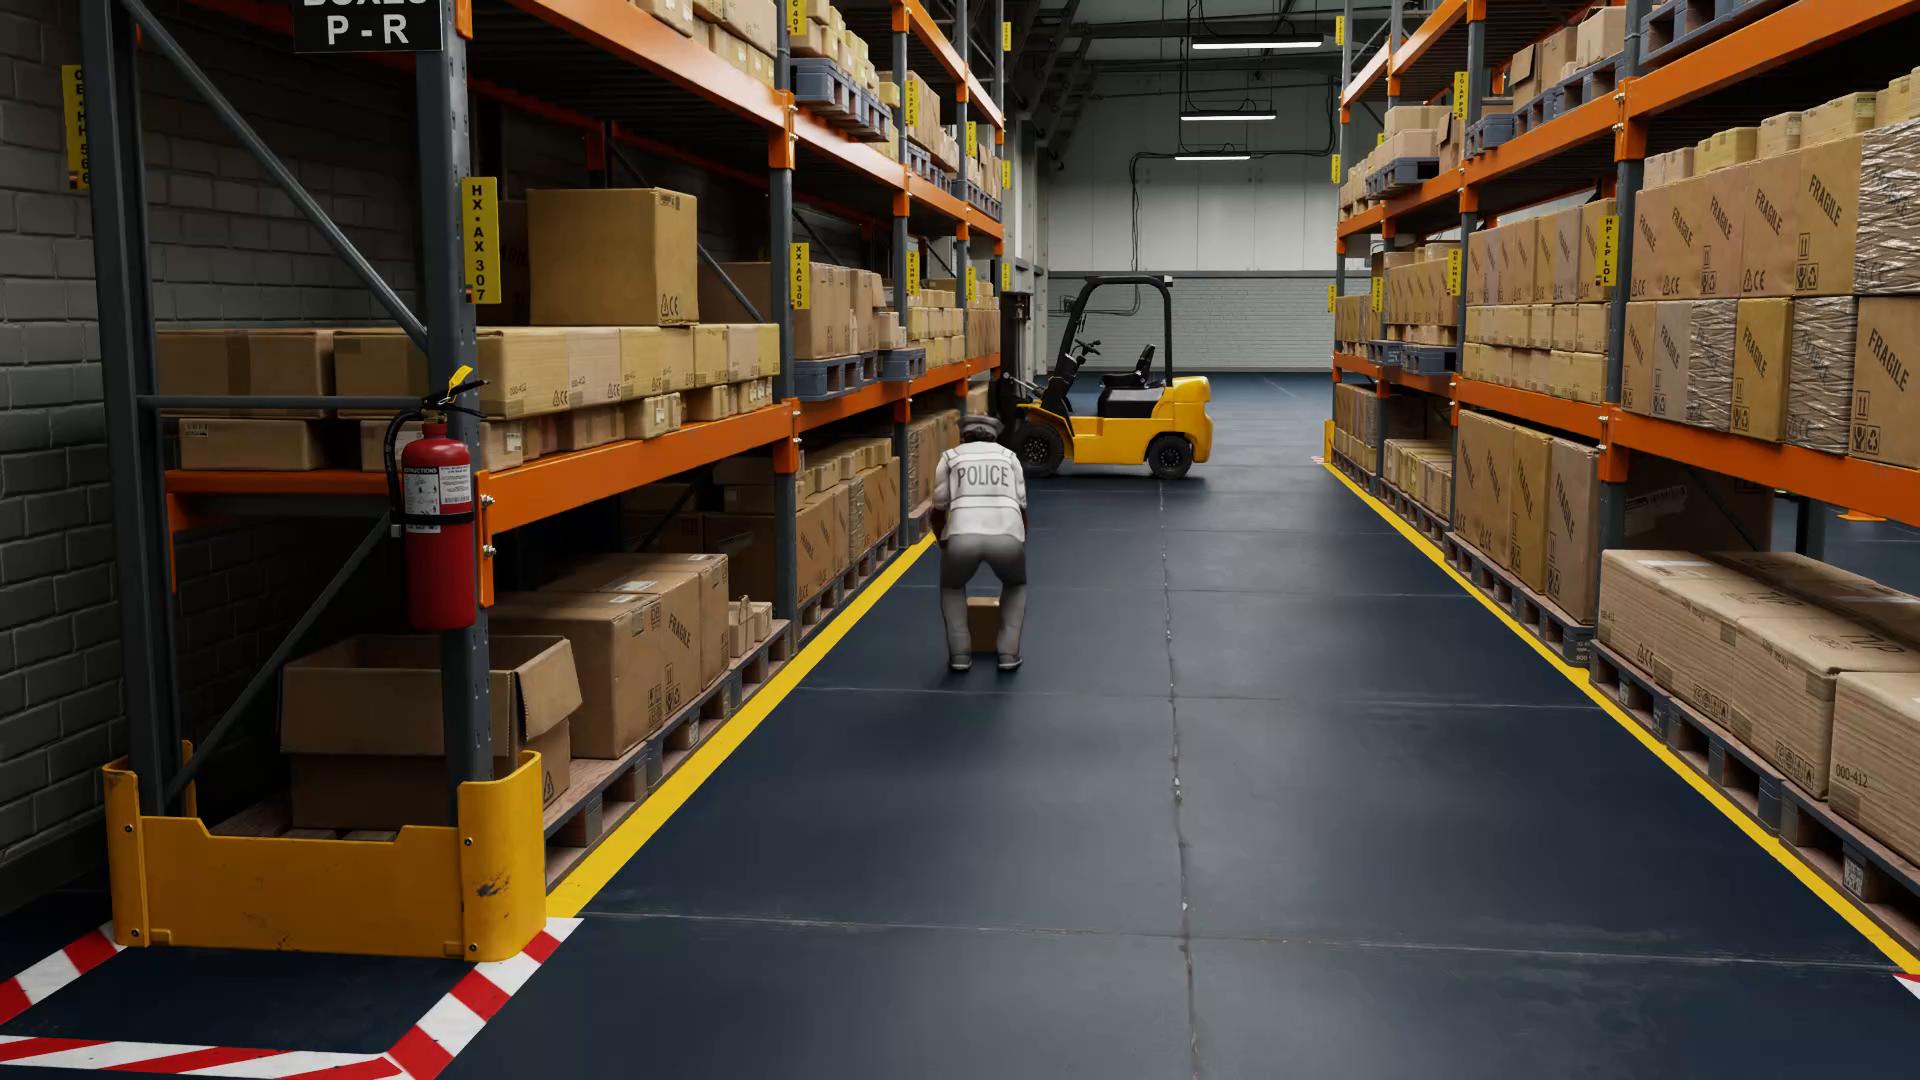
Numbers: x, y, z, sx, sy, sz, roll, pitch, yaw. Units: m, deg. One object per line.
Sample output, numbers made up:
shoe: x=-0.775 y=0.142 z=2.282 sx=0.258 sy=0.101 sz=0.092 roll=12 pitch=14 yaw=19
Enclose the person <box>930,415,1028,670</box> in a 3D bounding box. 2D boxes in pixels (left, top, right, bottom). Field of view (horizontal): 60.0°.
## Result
person: x=0.090 y=0.011 z=8.301 sx=0.496 sy=1.246 sz=0.781 roll=1 pitch=8 yaw=4
